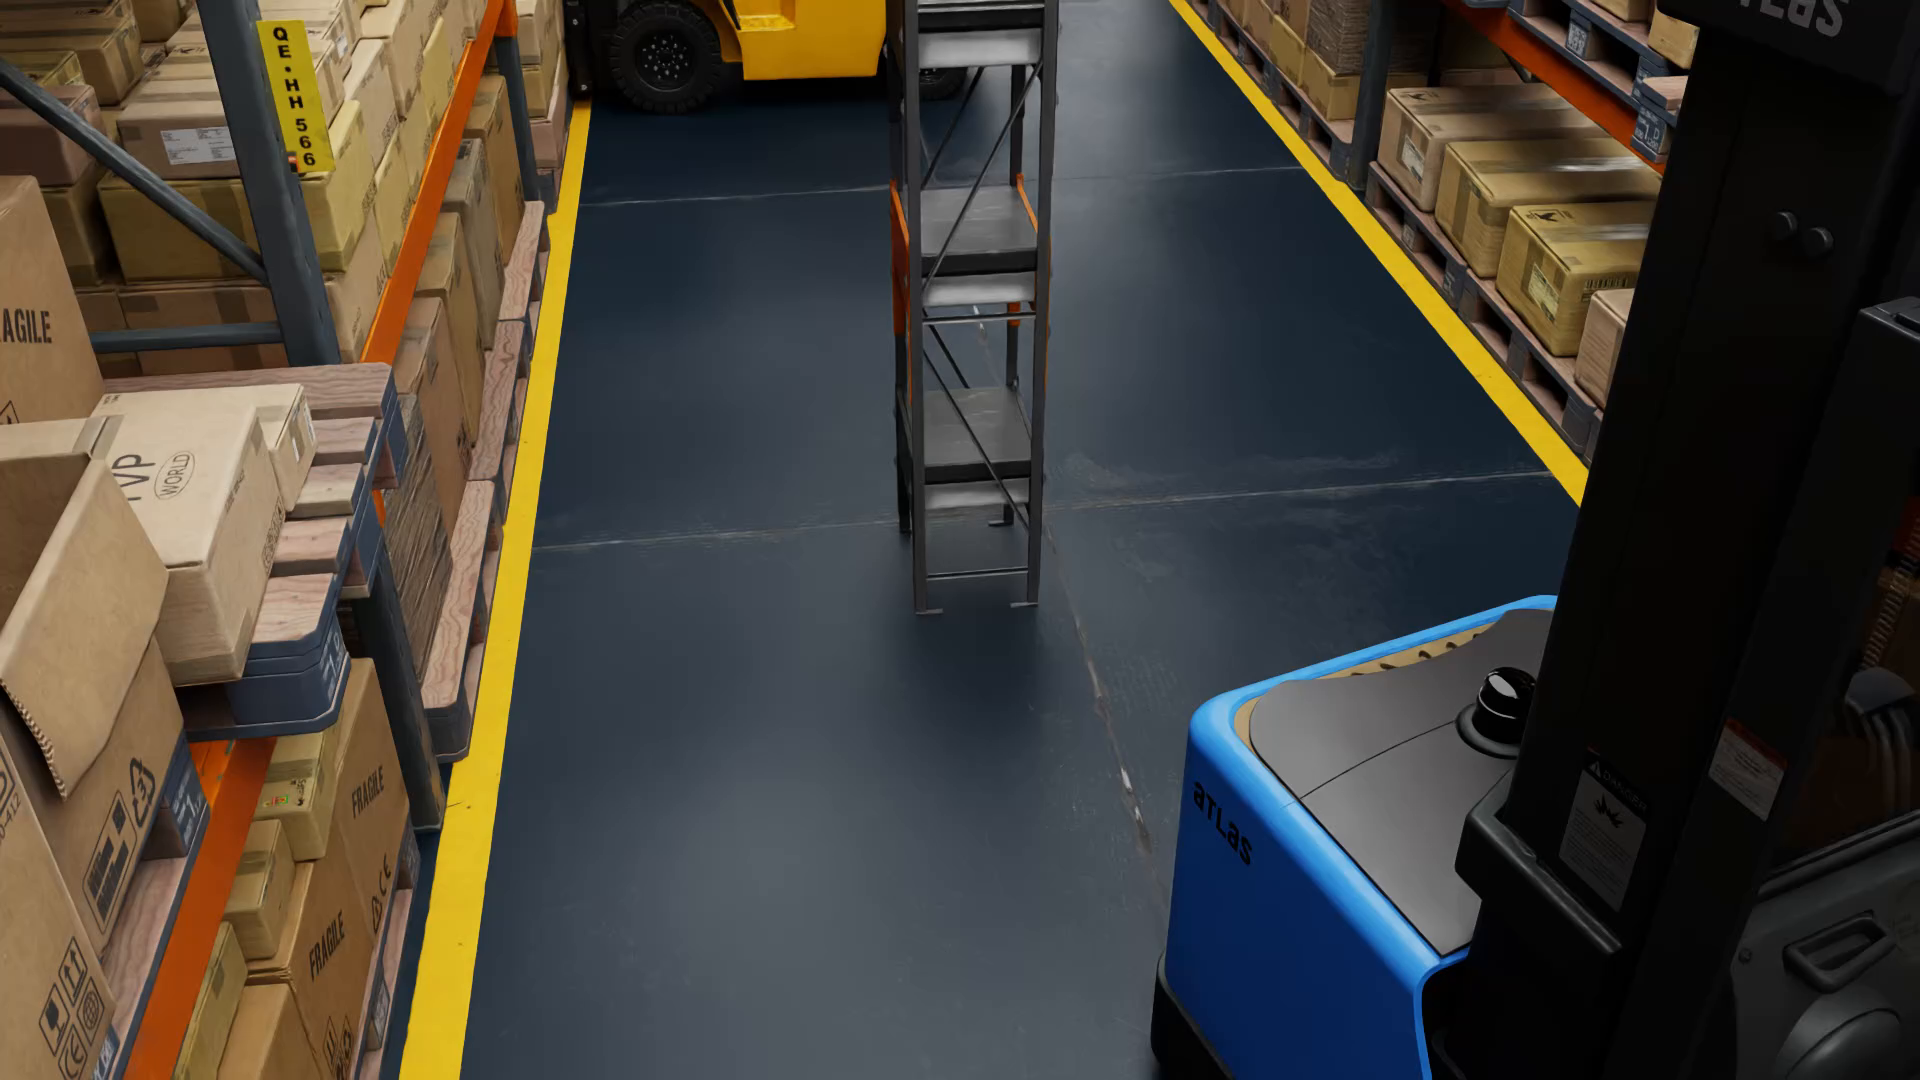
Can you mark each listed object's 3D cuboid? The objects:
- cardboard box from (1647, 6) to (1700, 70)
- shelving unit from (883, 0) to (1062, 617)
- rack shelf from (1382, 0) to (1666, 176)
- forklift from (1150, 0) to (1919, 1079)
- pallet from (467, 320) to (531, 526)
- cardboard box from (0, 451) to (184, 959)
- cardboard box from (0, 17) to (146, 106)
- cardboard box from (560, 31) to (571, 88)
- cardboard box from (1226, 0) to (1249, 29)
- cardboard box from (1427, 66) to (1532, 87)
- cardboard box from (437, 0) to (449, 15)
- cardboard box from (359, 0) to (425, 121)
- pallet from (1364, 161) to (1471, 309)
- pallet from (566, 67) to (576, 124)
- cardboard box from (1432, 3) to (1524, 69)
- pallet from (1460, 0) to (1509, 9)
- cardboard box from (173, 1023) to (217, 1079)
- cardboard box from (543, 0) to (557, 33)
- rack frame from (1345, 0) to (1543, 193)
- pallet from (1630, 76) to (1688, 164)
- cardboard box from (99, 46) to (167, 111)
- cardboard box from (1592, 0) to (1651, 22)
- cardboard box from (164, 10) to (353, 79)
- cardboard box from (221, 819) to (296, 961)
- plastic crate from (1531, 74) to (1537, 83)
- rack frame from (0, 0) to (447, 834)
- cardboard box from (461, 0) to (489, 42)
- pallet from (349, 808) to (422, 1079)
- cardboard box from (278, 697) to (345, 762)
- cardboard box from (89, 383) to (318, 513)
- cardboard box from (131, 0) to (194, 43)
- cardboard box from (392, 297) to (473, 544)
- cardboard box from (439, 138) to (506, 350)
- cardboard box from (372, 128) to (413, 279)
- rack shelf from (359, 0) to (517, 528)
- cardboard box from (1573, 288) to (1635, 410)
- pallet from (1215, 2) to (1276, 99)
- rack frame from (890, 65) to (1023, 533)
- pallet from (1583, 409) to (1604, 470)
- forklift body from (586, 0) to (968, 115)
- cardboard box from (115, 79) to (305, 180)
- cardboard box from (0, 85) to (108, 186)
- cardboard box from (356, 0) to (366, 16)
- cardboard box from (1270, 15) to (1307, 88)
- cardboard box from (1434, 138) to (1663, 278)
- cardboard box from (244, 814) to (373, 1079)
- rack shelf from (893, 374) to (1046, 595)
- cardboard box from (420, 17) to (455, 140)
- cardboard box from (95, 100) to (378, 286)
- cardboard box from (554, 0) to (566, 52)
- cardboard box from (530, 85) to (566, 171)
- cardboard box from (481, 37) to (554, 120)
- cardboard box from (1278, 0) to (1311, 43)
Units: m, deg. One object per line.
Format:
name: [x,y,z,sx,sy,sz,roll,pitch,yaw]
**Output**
cardboard box: [2.448,-1.623,5.318,0.380,0.149,0.250,-4,34,-6]
shelving unit: [0.022,-0.775,5.023,0.431,2.100,0.503,-4,35,-6]
rack shelf: [2.719,-1.632,6.120,1.077,0.370,4.000,-4,35,-6]
forklift: [1.522,0.645,2.201,1.130,2.935,3.031,-15,37,-20]
pallet: [-2.163,-0.424,6.185,1.003,0.211,1.213,-4,35,-6]
cardboard box: [-1.527,0.246,2.261,0.797,0.503,0.637,-5,35,-7]
cardboard box: [-2.295,-1.197,4.178,0.380,0.149,0.250,-4,35,-6]
cardboard box: [-2.373,-2.567,8.922,0.500,0.250,0.500,-4,34,-6]
cardboard box: [1.893,-3.254,9.931,0.500,0.250,0.500,-2,34,-3]
cardboard box: [2.638,-2.432,8.724,0.500,0.250,0.500,-6,35,-9]
cardboard box: [-2.009,-1.985,5.688,0.500,0.250,0.500,-4,34,-5]
cardboard box: [-1.866,-1.419,4.857,0.500,0.250,0.500,-5,35,-8]
pallet: [2.556,-1.458,7.703,1.003,0.211,1.213,-4,35,-6]
pallet: [-2.701,-2.644,9.442,1.003,0.211,1.213,-4,35,-6]
cardboard box: [2.638,-2.742,8.513,0.500,0.500,0.500,-3,34,-4]
pallet: [2.409,-2.528,6.967,1.003,0.211,1.213,-4,35,-6]
cardboard box: [-1.529,1.003,2.885,0.380,0.149,0.250,-5,35,-7]
cardboard box: [-2.281,-2.697,8.225,0.500,0.250,0.500,-4,35,-6]
rack frame: [2.450,-3.045,7.555,1.000,3.000,0.127,-4,35,-6]
pallet: [2.786,-1.123,4.905,1.213,0.211,1.003,-4,35,-6]
cardboard box: [-2.336,-1.094,4.381,0.500,0.250,0.500,-4,34,-6]
cardboard box: [2.424,-1.906,5.734,0.380,0.149,0.250,-5,35,-8]
cardboard box: [-1.778,-1.235,4.234,0.380,0.149,0.250,-3,34,-5]
cardboard box: [-1.554,0.713,3.311,0.380,0.149,0.250,-5,35,-8]
plastic crate: [3.051,-2.777,9.754,0.402,0.080,0.583,-16,38,-23]
rack frame: [-1.930,-0.435,3.725,1.000,3.000,0.127,-4,35,-6]
cardboard box: [-2.068,-2.064,6.248,0.500,0.250,0.500,-5,35,-7]
pallet: [-1.867,1.137,3.894,1.003,0.211,1.213,-4,35,-6]
cardboard box: [-1.613,0.413,3.751,0.380,0.149,0.250,-6,35,-9]
cardboard box: [-1.462,-0.167,3.182,0.380,0.149,0.250,-4,34,-5]
cardboard box: [-2.355,-1.481,4.594,0.380,0.149,0.250,-5,35,-7]
cardboard box: [-2.096,-0.340,5.322,0.875,0.625,0.625,-3,34,-5]
cardboard box: [-2.290,-1.135,6.488,0.875,0.625,0.625,-5,35,-7]
cardboard box: [-1.810,-0.920,4.570,0.500,0.250,0.500,-5,35,-7]
rack shelf: [-2.199,-1.254,5.565,1.077,0.370,4.000,-4,35,-6]
cardboard box: [2.815,-0.628,5.968,0.950,0.372,0.625,-5,35,-7]
pallet: [2.157,-2.947,9.887,1.003,0.211,1.213,-4,35,-6]
rack frame: [-0.011,-0.911,5.223,0.400,2.100,0.015,-4,35,-6]
pallet: [2.884,-0.097,5.705,1.003,0.211,1.213,-4,35,-6]
forklift body: [-0.943,-3.628,9.164,2.313,2.155,1.214,-4,35,-6]
cardboard box: [-1.681,-0.944,3.807,0.380,0.149,0.250,-3,34,-5]
cardboard box: [-2.175,-0.910,3.758,0.380,0.149,0.250,-3,34,-5]
cardboard box: [-1.889,-1.518,4.649,0.380,0.149,0.250,-4,34,-6]
cardboard box: [2.022,-2.688,9.100,0.500,0.250,0.500,-5,35,-8]
cardboard box: [2.623,-1.439,7.159,0.950,0.372,0.625,-2,34,-3]
cardboard box: [-1.603,0.924,3.577,0.500,0.500,0.500,-5,35,-7]
rack shelf: [0.022,-0.186,5.425,0.431,0.518,0.480,-4,35,-6]
cardboard box: [-1.955,-1.497,5.416,0.500,0.250,0.500,-3,34,-5]
cardboard box: [-1.723,-0.848,4.019,0.500,0.250,0.500,-4,35,-6]
cardboard box: [-2.353,-2.767,8.771,0.500,0.250,0.500,-5,35,-7]
cardboard box: [-2.205,-1.999,8.089,0.500,0.250,0.500,-4,34,-6]
cardboard box: [-2.227,-2.204,7.946,0.500,0.250,0.500,-5,35,-7]
cardboard box: [2.034,-2.986,8.870,0.500,0.500,0.500,-4,34,-6]
